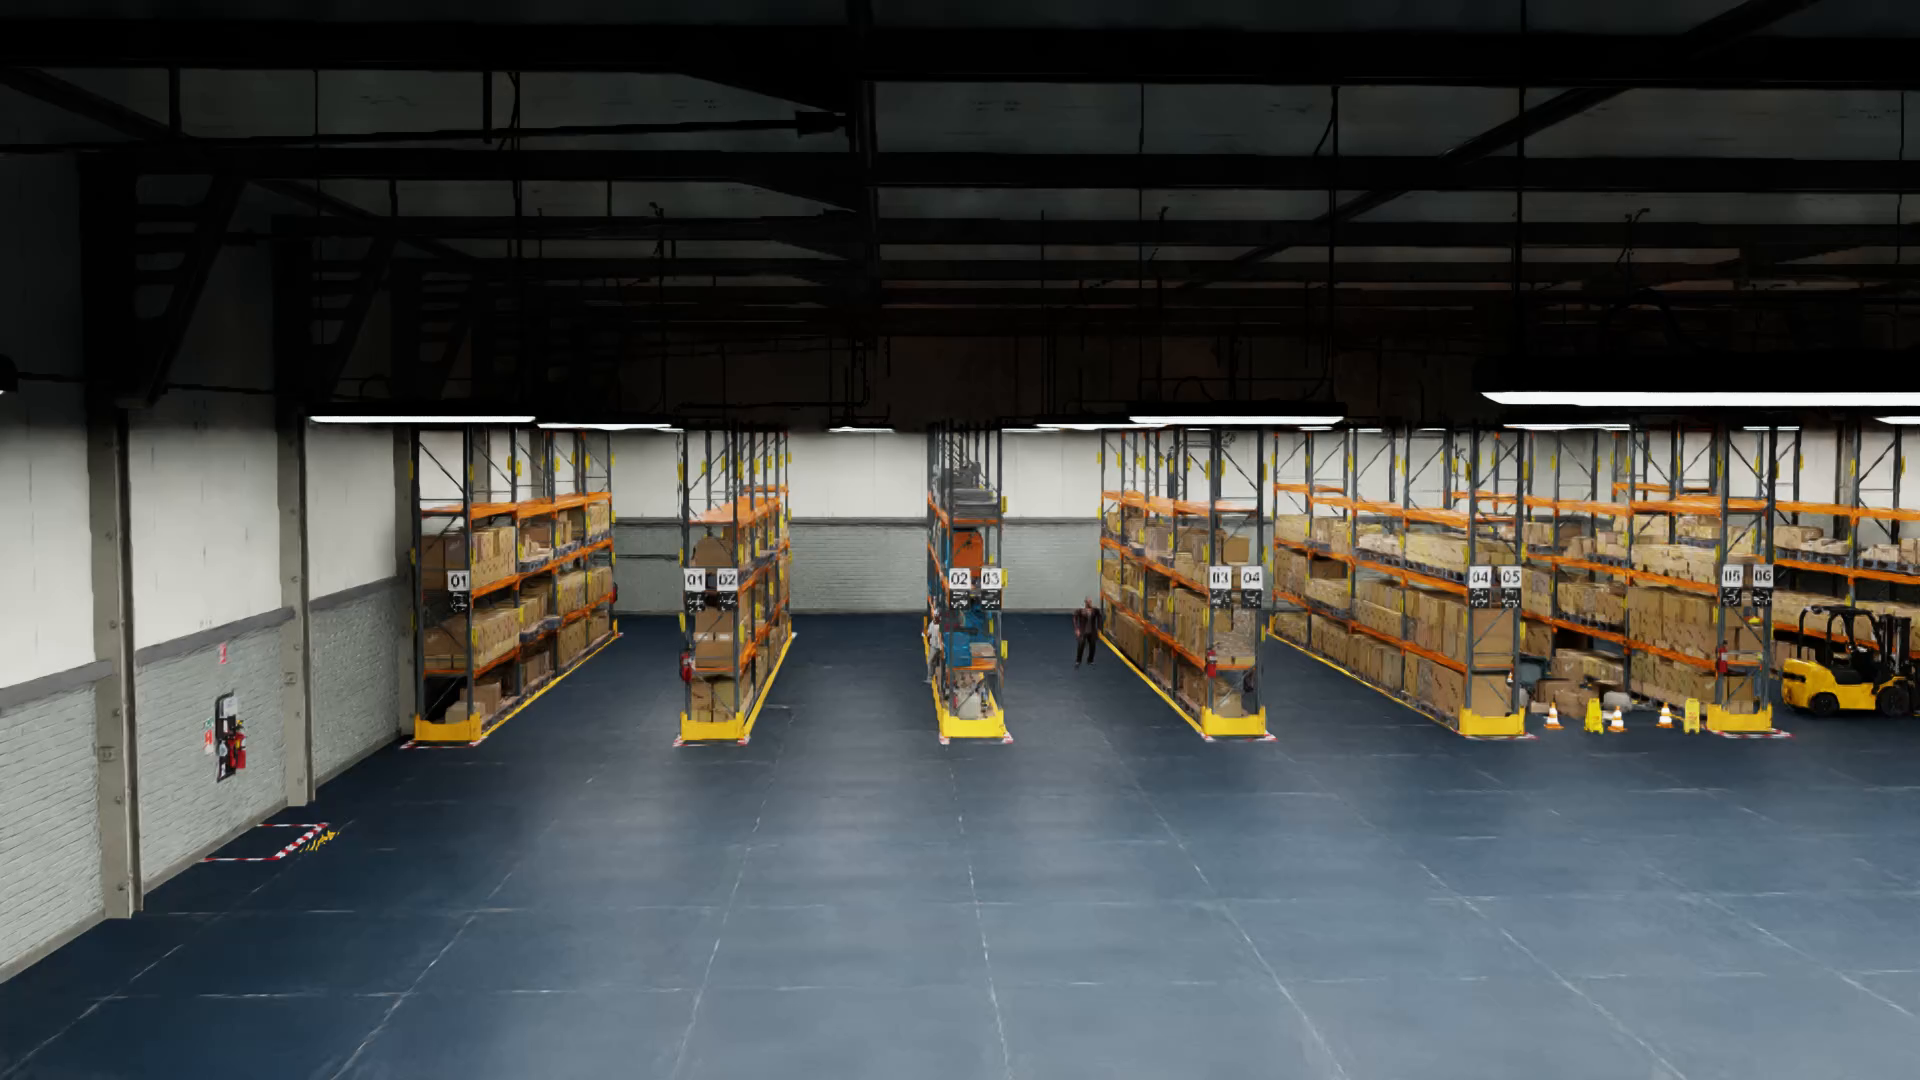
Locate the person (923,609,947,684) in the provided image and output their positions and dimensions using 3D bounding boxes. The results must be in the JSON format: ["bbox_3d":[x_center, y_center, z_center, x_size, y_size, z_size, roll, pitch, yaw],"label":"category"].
[{"bbox_3d":[-0.473,2.426,38.164,0.617,1.727,0.982,1,4,19],"label":"person"}]

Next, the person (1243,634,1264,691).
[{"bbox_3d":[6.427,2.502,36.847,0.445,1.718,0.576,-2,4,-32],"label":"person"}]

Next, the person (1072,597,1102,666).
[{"bbox_3d":[3.118,2.245,40.877,0.729,1.733,0.546,0,4,-4],"label":"person"}]

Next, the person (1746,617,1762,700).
[{"bbox_3d":[16.995,2.538,35.721,0.497,1.765,0.625,2,4,27],"label":"person"}]
